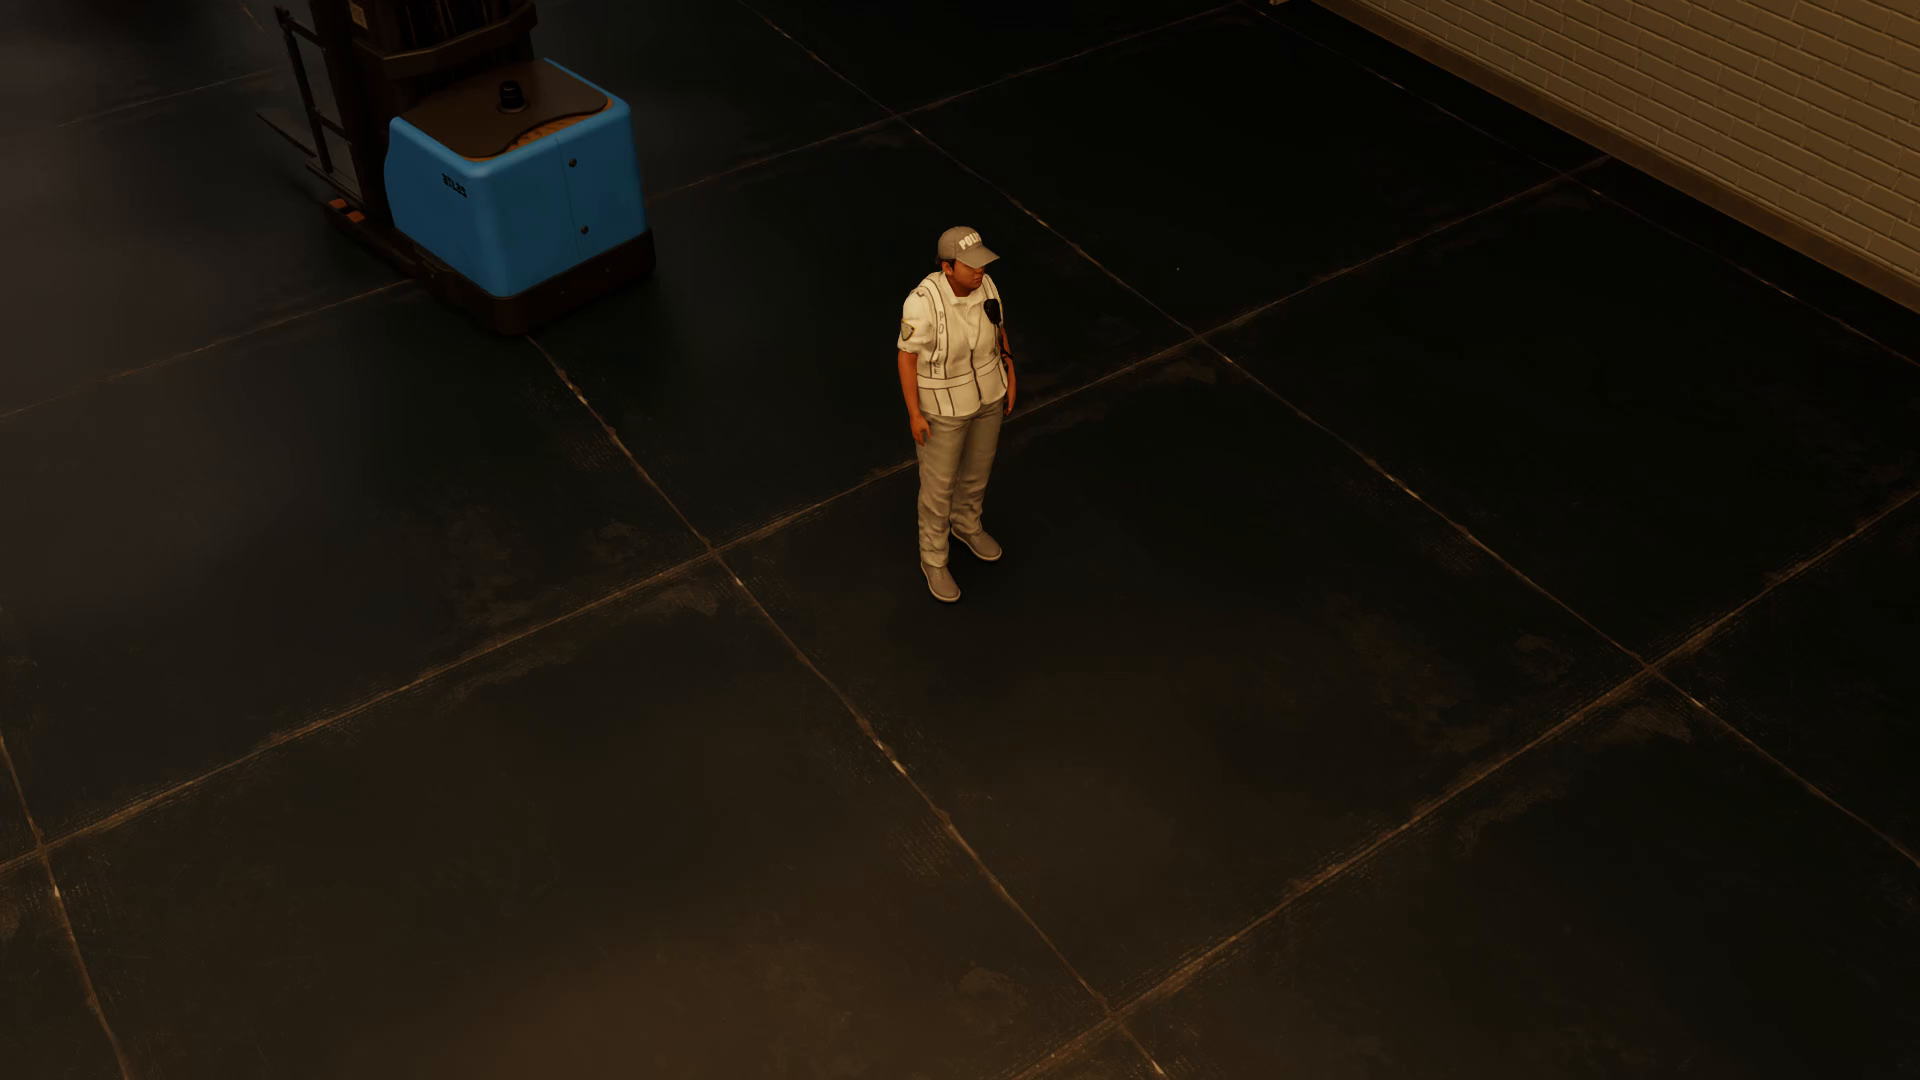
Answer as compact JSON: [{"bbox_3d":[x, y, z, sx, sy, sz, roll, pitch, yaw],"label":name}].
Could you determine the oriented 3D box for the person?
[{"bbox_3d":[0.025,-0.566,7.252,0.598,1.670,0.527,-25,48,-25],"label":"person"}]

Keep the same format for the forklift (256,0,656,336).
[{"bbox_3d":[-3.135,-3.069,9.046,3.031,2.935,1.130,34,52,31],"label":"forklift"}]
